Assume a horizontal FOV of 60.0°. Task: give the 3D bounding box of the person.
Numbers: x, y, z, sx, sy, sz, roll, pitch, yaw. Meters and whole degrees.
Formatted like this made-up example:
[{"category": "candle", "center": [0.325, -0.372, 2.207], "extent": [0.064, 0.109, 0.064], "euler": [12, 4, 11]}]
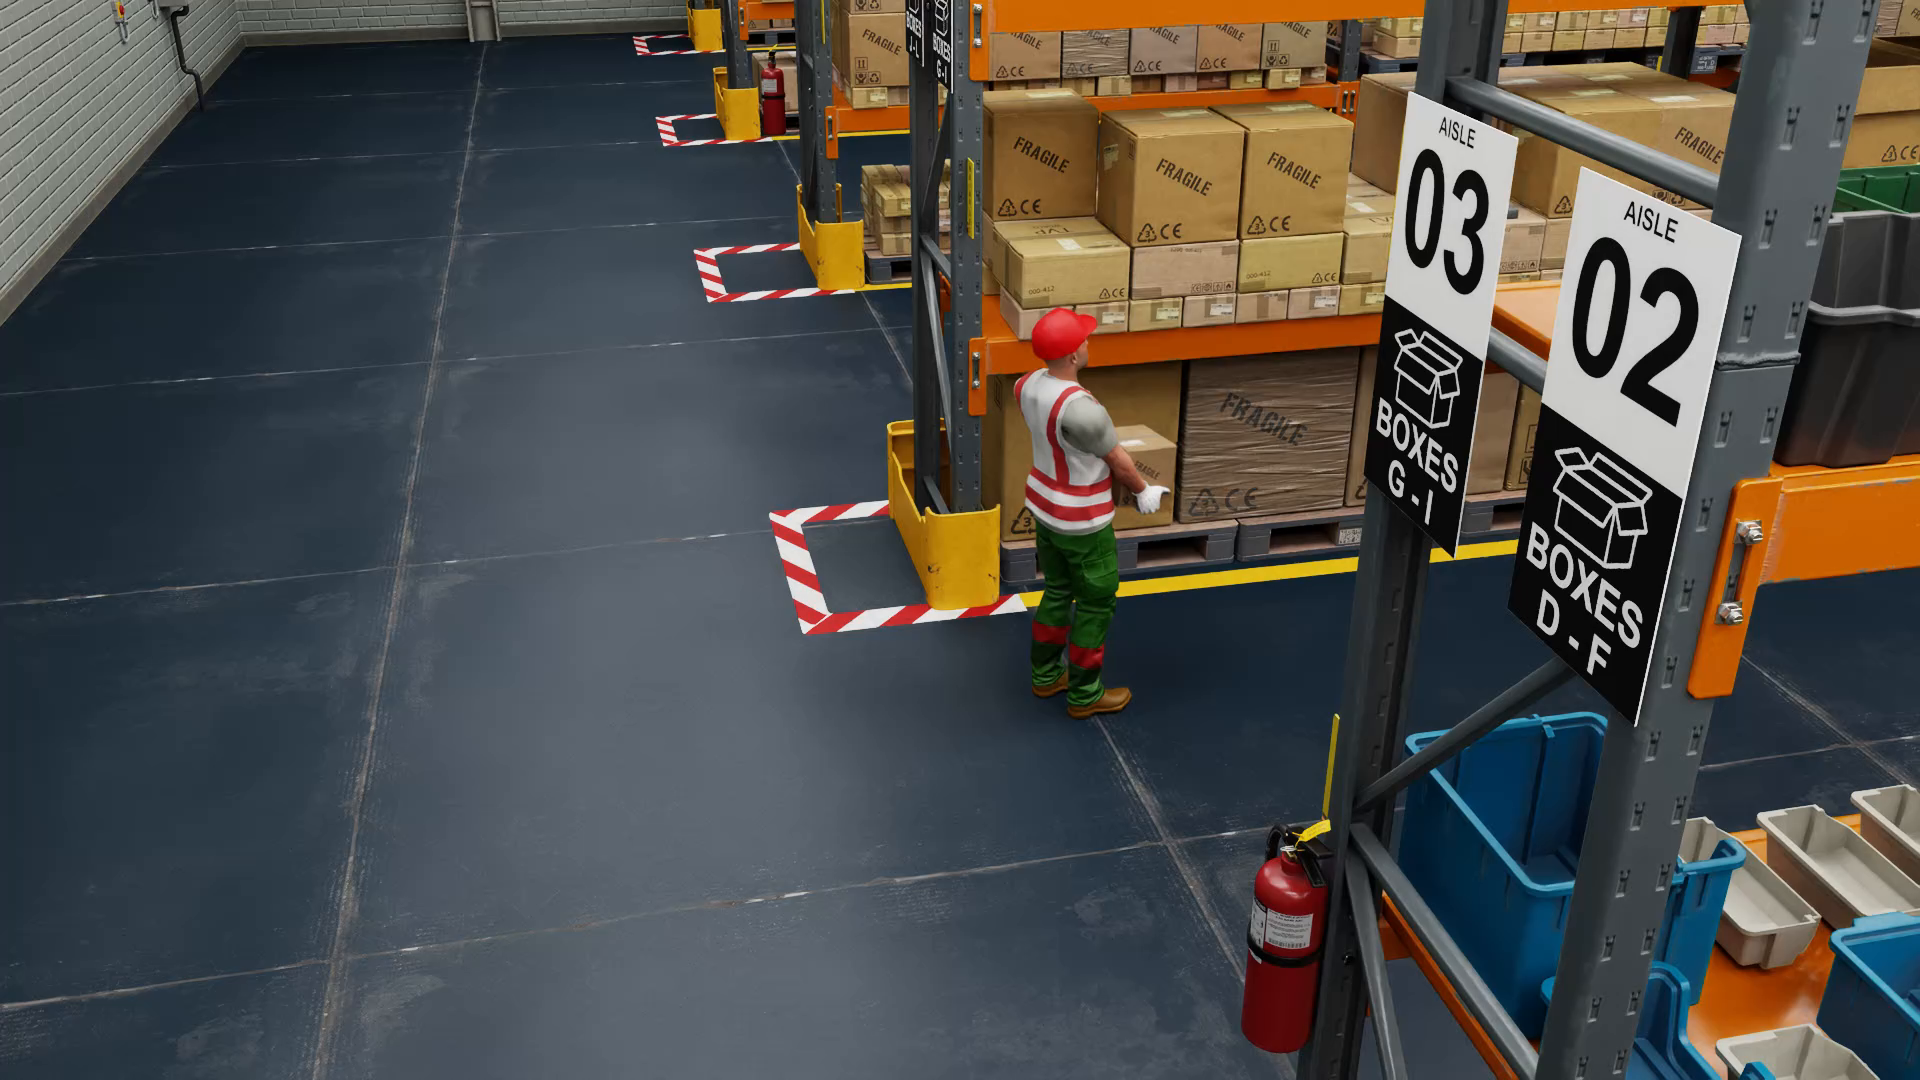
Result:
[{"category": "person", "center": [0.540, -0.122, 6.841], "extent": [0.573, 1.782, 0.494], "euler": [-13, 29, -25]}]
